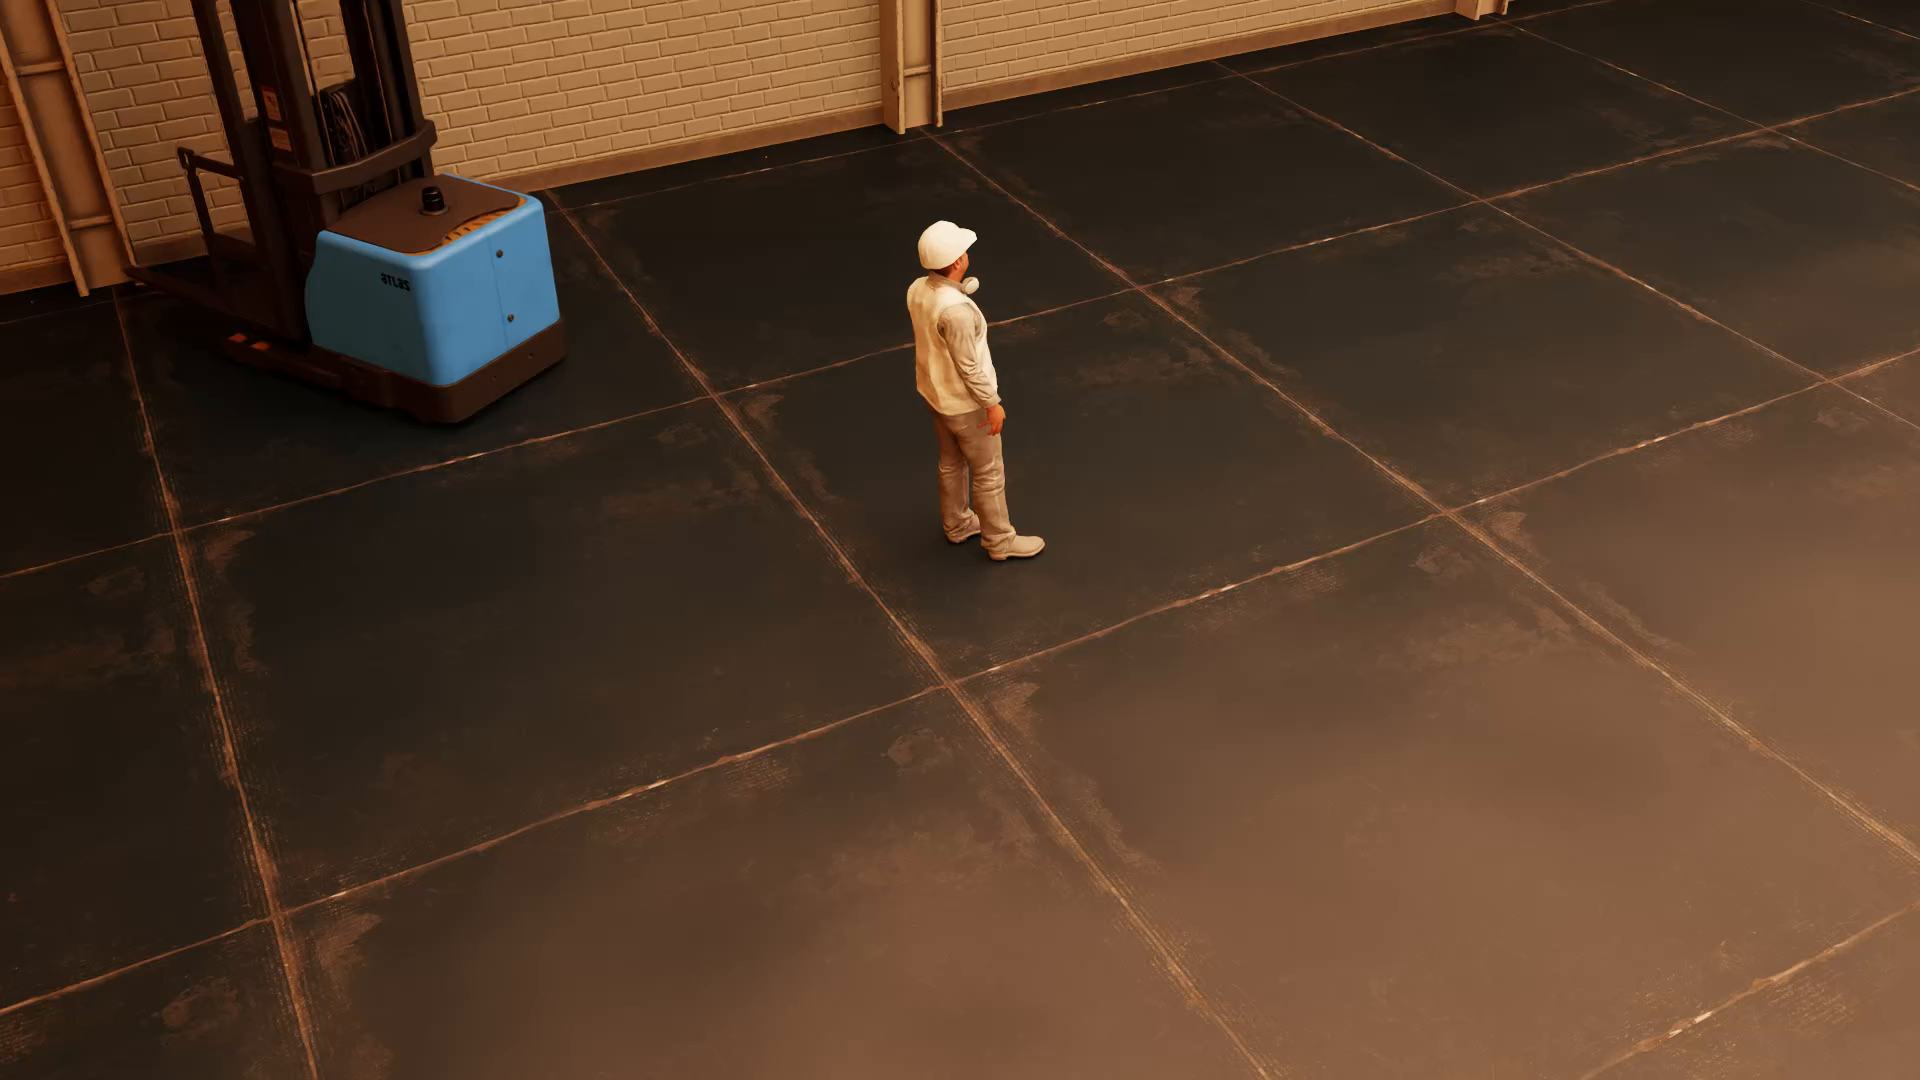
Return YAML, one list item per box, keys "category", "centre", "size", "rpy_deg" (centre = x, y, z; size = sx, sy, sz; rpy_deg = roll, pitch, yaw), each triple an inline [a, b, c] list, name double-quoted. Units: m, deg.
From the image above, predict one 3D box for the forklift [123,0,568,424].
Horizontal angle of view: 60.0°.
- category: "forklift"
  centre: [-3.927, -2.479, 9.631]
  size: [3.031, 2.935, 1.130]
  rpy_deg: [19, 39, 24]

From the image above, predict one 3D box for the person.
- category: "person"
  centre: [0.059, -0.744, 8.165]
  size: [0.566, 1.775, 0.634]
  rpy_deg: [-17, 39, -23]
